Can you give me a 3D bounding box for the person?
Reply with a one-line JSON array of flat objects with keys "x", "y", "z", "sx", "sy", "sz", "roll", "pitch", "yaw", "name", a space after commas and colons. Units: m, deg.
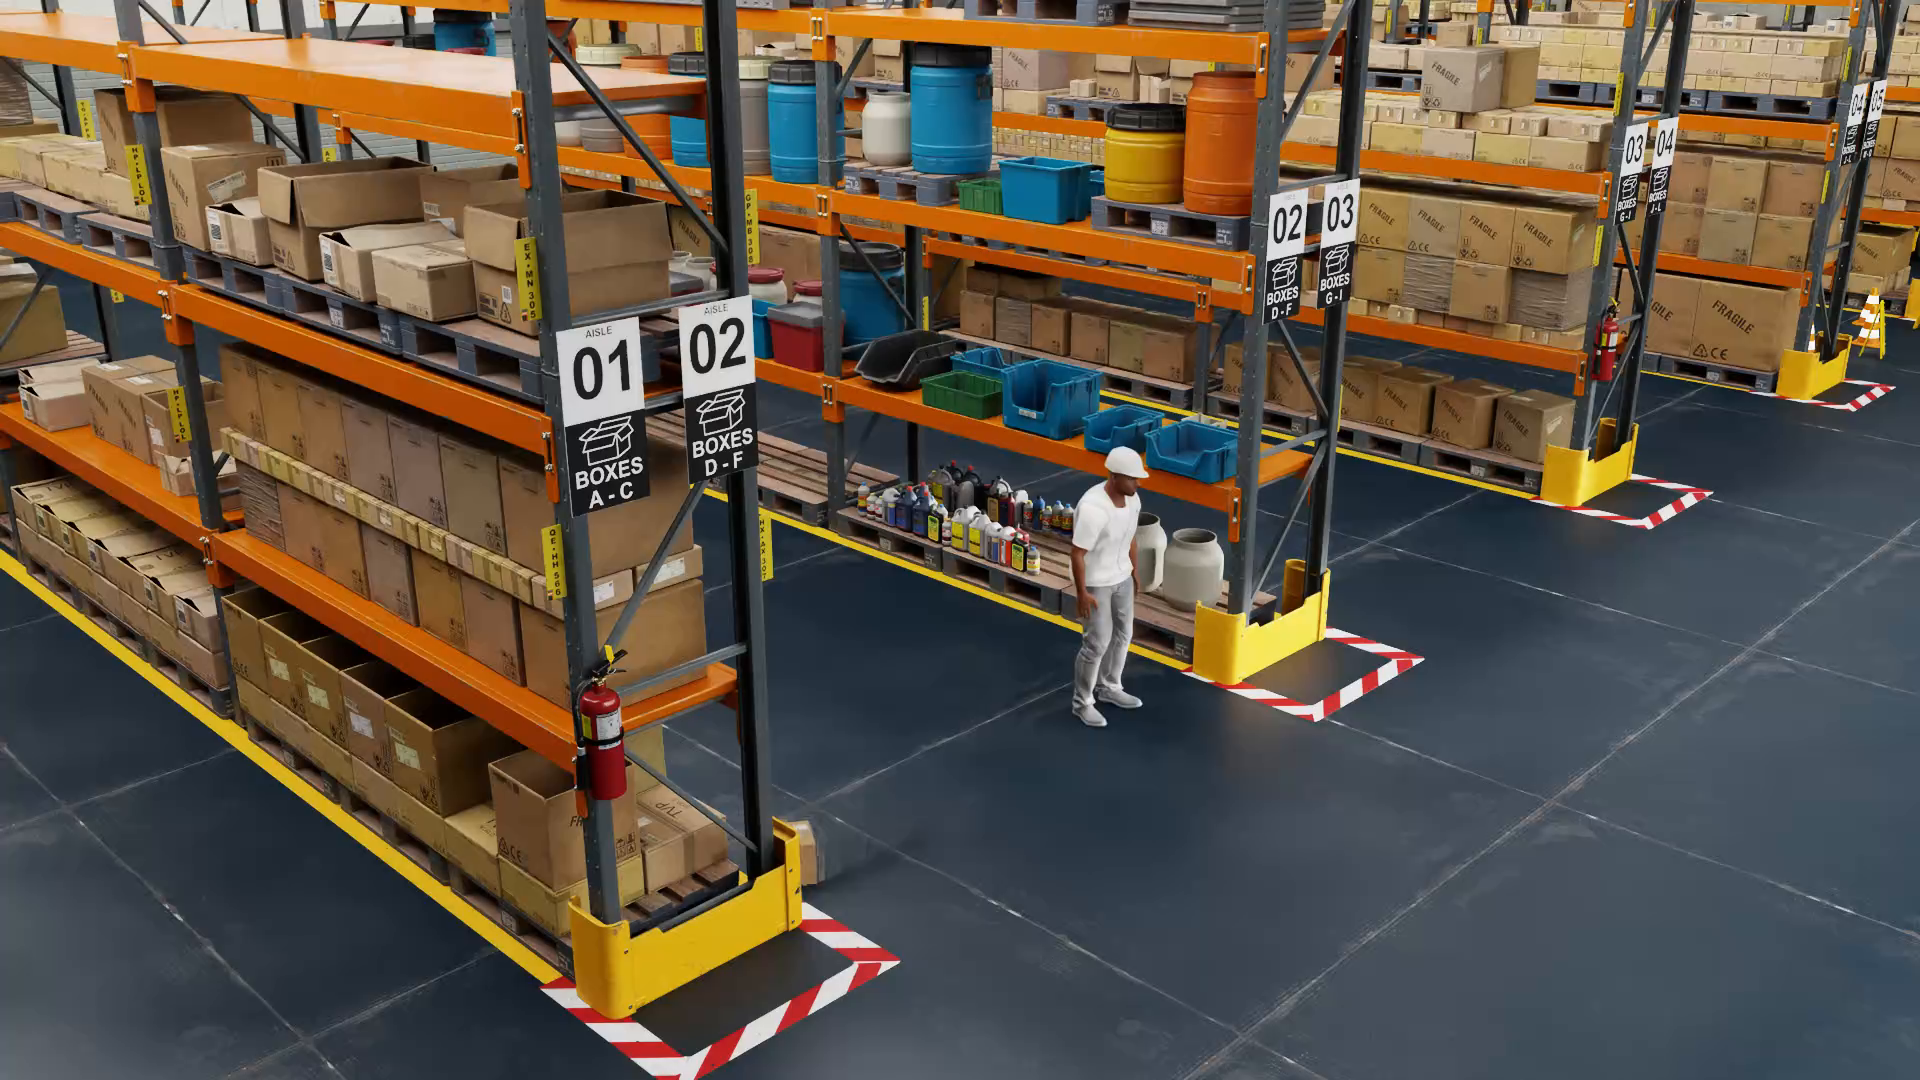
[{"x": 0.931, "y": 0.259, "z": 10.360, "sx": 0.463, "sy": 1.759, "sz": 0.625, "roll": 17, "pitch": 27, "yaw": 39, "name": "person"}]
